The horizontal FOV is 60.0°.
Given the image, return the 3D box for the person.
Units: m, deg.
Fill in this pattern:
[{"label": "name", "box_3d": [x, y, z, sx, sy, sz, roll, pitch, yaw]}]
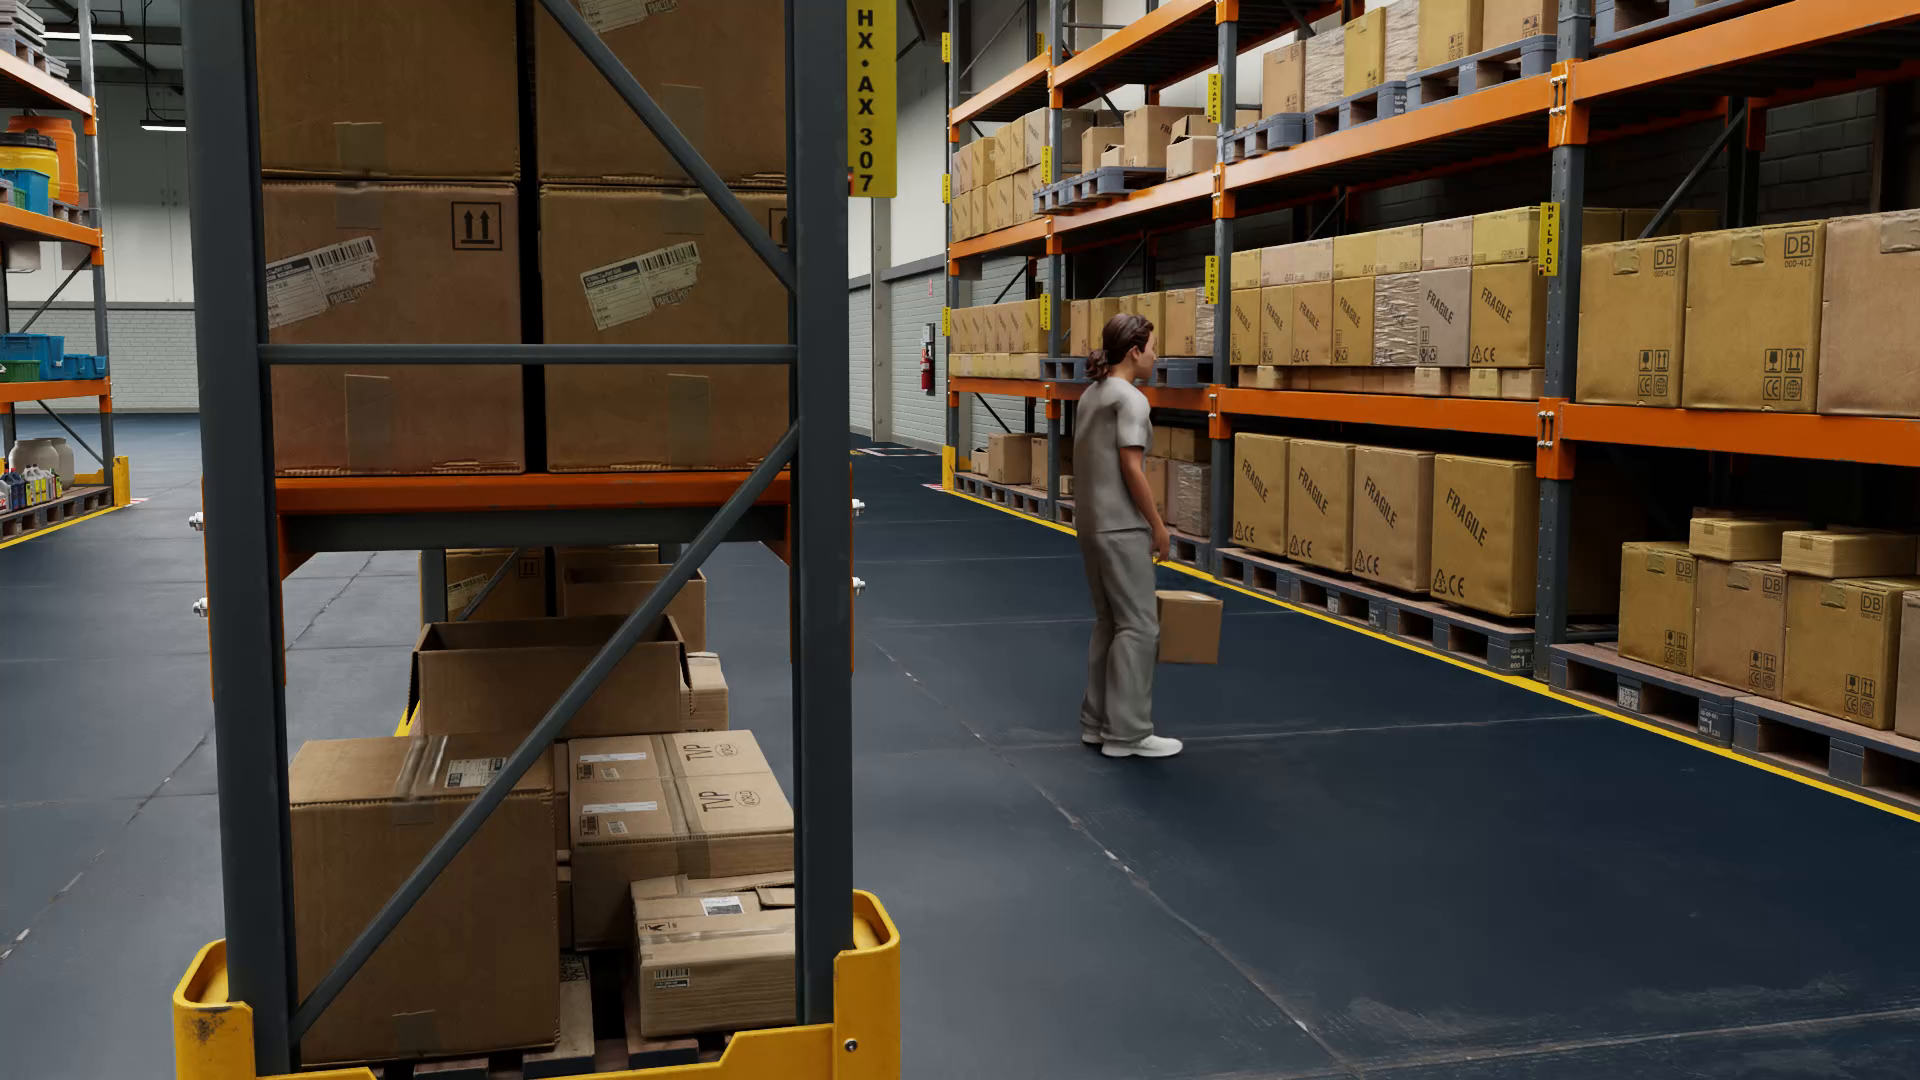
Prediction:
[{"label": "person", "box_3d": [0.624, -0.028, 6.390, 0.363, 1.675, 0.476, -2, 6, -15]}]
